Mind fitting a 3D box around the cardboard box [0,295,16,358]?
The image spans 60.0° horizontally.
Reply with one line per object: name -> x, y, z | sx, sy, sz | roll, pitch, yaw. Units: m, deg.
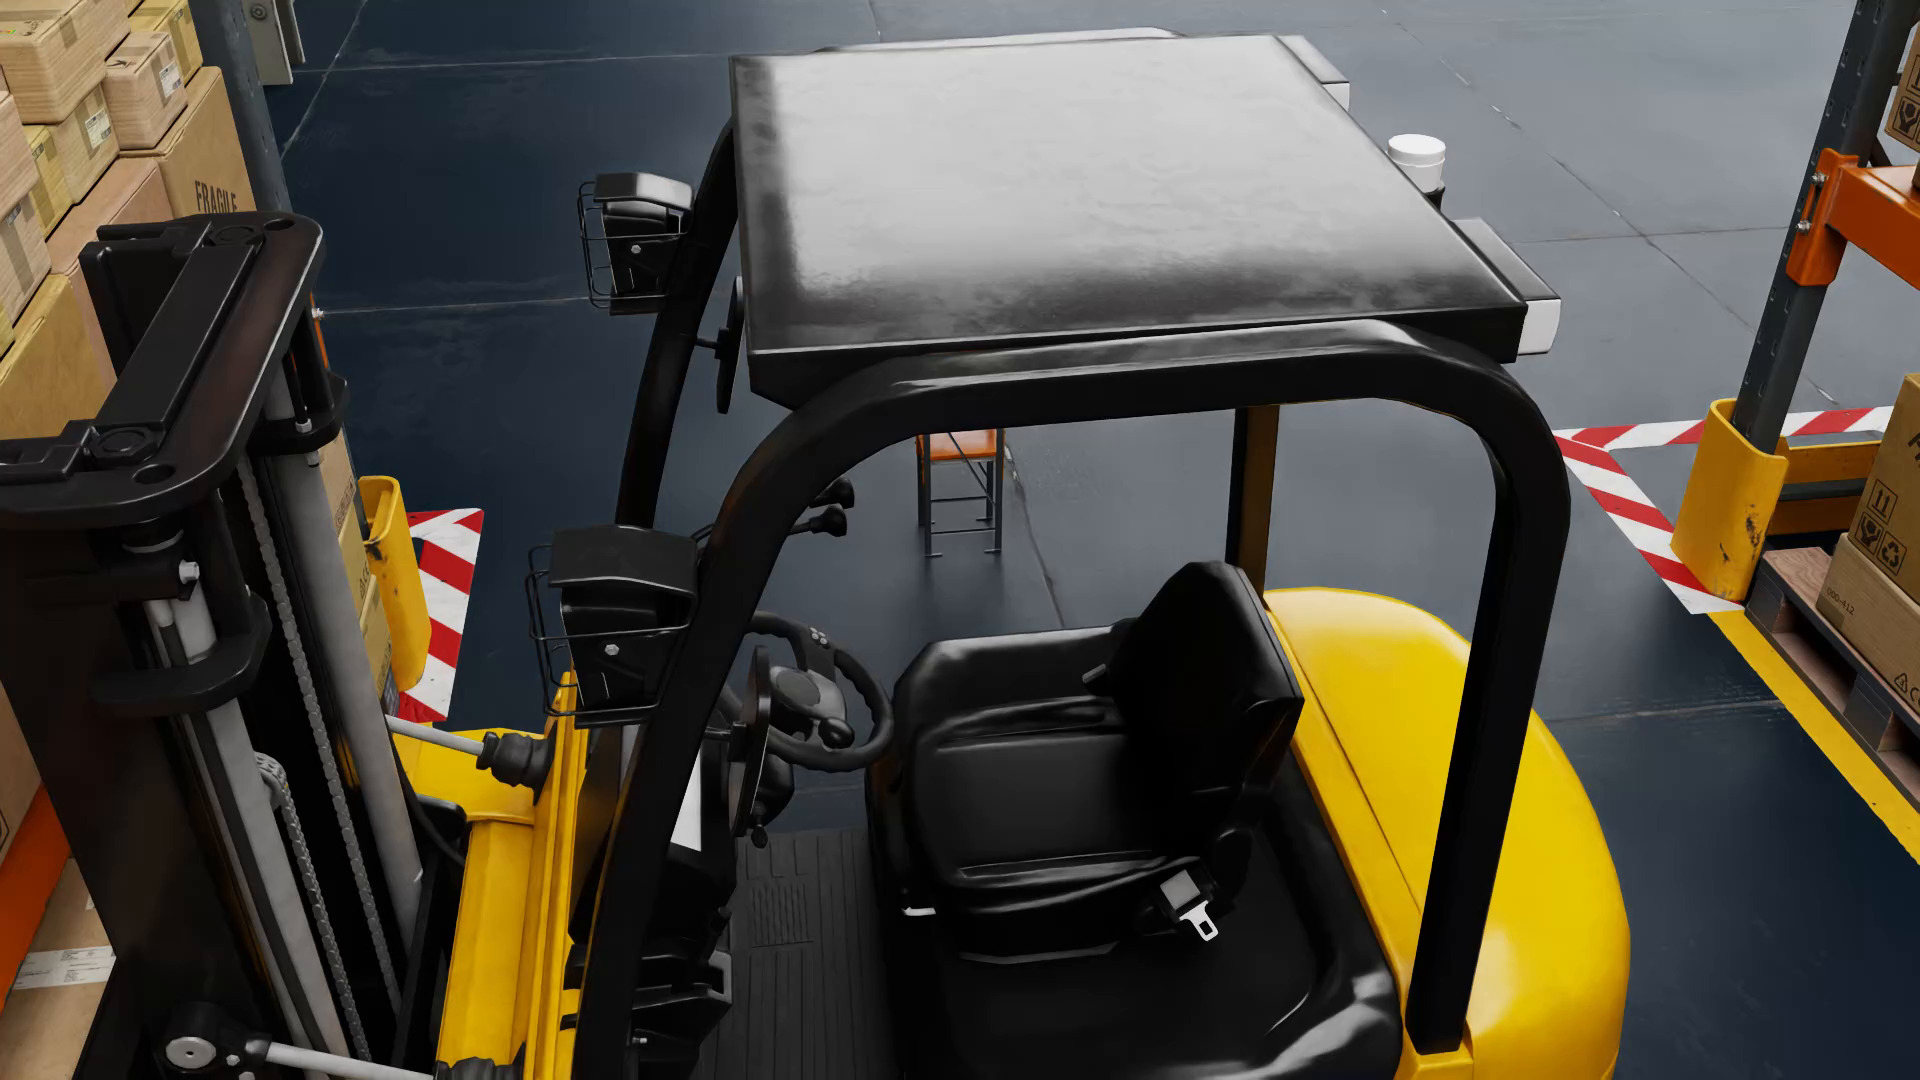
cardboard box -> -1.585, -0.279, 2.331 | 0.380, 0.149, 0.250 | -4, 34, -6

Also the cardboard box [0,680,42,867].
cardboard box -> -1.571, 0.213, 2.185 | 0.500, 0.500, 0.500 | -4, 34, -6

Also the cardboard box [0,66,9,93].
cardboard box -> -1.763, -0.681, 2.656 | 0.380, 0.149, 0.250 | -4, 34, -6

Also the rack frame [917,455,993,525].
rack frame -> -0.014, -0.555, 4.999 | 0.240, 1.200, 0.006 | -4, 35, -6

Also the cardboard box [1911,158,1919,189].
cardboard box -> 2.653, -0.925, 4.167 | 0.380, 0.149, 0.250 | -4, 35, -6

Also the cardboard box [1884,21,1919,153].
cardboard box -> 2.601, -1.113, 3.866 | 0.500, 0.500, 0.500 | -5, 35, -7

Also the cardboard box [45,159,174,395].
cardboard box -> -1.719, -0.352, 3.015 | 0.500, 0.500, 0.500 | -3, 34, -5

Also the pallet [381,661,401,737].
pallet -> -1.962, 0.720, 4.006 | 1.003, 0.211, 1.213 | -4, 35, -6

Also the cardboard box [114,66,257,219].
cardboard box -> -1.780, -0.643, 3.440 | 0.500, 0.500, 0.500 | -5, 35, -7

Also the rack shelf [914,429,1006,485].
rack shelf -> -0.002, -0.269, 5.084 | 0.258, 0.103, 0.180 | -4, 35, -6

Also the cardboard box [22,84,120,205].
cardboard box -> -1.744, -0.703, 2.954 | 0.380, 0.149, 0.250 | -4, 34, -5

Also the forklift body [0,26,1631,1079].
forklift body -> -0.043, 0.415, 2.731 | 2.313, 2.155, 1.214 | -4, 35, -6

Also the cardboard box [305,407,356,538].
cardboard box -> -1.735, -0.073, 3.874 | 0.500, 0.250, 0.500 | -3, 34, -5

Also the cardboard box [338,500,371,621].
cardboard box -> -1.731, 0.148, 3.994 | 0.500, 0.250, 0.500 | -5, 35, -7

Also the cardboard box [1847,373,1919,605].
cardboard box -> 2.650, -0.097, 4.131 | 0.500, 0.500, 0.500 | -5, 35, -8

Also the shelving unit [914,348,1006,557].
shelving unit -> -0.002, -0.504, 4.924 | 0.258, 1.200, 0.189 | -4, 35, -6

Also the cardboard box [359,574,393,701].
cardboard box -> -1.730, 0.345, 4.149 | 0.500, 0.250, 0.500 | -4, 34, -6

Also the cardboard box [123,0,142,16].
cardboard box -> -1.849, -1.104, 3.278 | 0.380, 0.149, 0.250 | -4, 35, -6

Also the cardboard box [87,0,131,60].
cardboard box -> -1.785, -0.969, 3.079 | 0.380, 0.149, 0.250 | -4, 35, -6

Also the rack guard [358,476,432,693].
rack guard -> -2.109, 0.164, 4.566 | 1.175, 0.500, 0.348 | -4, 35, -6

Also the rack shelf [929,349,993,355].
rack shelf -> -0.002, -0.566, 4.881 | 0.258, 0.103, 0.180 | -4, 35, -6

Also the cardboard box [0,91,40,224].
cardboard box -> -1.618, -0.544, 2.455 | 0.380, 0.149, 0.250 | -4, 34, -5

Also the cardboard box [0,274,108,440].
cardboard box -> -1.650, -0.066, 2.595 | 0.500, 0.500, 0.500 | -5, 35, -7

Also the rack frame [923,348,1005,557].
rack frame -> 0.010, -0.453, 4.849 | 0.240, 1.200, 0.006 | -4, 35, -6

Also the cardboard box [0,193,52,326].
cardboard box -> -1.639, -0.419, 2.536 | 0.380, 0.149, 0.250 | -5, 35, -8

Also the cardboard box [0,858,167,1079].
cardboard box -> -1.522, 0.776, 2.629 | 0.500, 0.250, 0.500 | -5, 35, -7

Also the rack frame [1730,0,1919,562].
rack frame -> 2.812, -1.234, 4.397 | 1.000, 3.000, 0.127 | -4, 35, -6

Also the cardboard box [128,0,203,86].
cardboard box -> -1.782, -0.993, 3.379 | 0.380, 0.149, 0.250 | -4, 34, -6

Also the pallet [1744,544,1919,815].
pallet -> 2.896, 0.417, 4.451 | 1.003, 0.211, 1.213 | -4, 35, -6

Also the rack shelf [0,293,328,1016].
rack shelf -> -1.837, 0.557, 2.407 | 1.077, 0.370, 4.000 | -4, 35, -6

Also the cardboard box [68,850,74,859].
cardboard box -> -1.583, 0.492, 3.045 | 0.500, 0.250, 0.500 | -4, 34, -6

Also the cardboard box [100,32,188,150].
cardboard box -> -1.718, -0.853, 3.173 | 0.380, 0.149, 0.250 | -4, 34, -6

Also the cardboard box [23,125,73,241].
cardboard box -> -1.722, -0.564, 2.749 | 0.380, 0.149, 0.250 | -5, 35, -7

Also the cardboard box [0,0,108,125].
cardboard box -> -1.723, -0.825, 2.868 | 0.380, 0.149, 0.250 | -4, 34, -5

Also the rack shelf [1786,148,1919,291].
rack shelf -> 3.081, 0.179, 2.962 | 1.077, 0.370, 4.000 | -4, 35, -6

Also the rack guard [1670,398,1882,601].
rack guard -> 2.822, -0.159, 5.039 | 1.175, 0.500, 0.348 | -4, 35, -6

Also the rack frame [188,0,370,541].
rack frame -> -2.106, -0.856, 3.842 | 1.000, 3.000, 0.127 | -4, 35, -6

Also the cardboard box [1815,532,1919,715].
cardboard box -> 2.646, 0.200, 4.362 | 0.500, 0.250, 0.500 | -5, 35, -7

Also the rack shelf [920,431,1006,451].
rack shelf -> -0.002, -0.368, 5.017 | 0.258, 0.103, 0.180 | -4, 35, -6

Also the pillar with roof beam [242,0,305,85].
pillar with roof beam -> 0.553, -6.552, 6.874 | 9.100, 9.000, 0.400 | -4, 35, -6
